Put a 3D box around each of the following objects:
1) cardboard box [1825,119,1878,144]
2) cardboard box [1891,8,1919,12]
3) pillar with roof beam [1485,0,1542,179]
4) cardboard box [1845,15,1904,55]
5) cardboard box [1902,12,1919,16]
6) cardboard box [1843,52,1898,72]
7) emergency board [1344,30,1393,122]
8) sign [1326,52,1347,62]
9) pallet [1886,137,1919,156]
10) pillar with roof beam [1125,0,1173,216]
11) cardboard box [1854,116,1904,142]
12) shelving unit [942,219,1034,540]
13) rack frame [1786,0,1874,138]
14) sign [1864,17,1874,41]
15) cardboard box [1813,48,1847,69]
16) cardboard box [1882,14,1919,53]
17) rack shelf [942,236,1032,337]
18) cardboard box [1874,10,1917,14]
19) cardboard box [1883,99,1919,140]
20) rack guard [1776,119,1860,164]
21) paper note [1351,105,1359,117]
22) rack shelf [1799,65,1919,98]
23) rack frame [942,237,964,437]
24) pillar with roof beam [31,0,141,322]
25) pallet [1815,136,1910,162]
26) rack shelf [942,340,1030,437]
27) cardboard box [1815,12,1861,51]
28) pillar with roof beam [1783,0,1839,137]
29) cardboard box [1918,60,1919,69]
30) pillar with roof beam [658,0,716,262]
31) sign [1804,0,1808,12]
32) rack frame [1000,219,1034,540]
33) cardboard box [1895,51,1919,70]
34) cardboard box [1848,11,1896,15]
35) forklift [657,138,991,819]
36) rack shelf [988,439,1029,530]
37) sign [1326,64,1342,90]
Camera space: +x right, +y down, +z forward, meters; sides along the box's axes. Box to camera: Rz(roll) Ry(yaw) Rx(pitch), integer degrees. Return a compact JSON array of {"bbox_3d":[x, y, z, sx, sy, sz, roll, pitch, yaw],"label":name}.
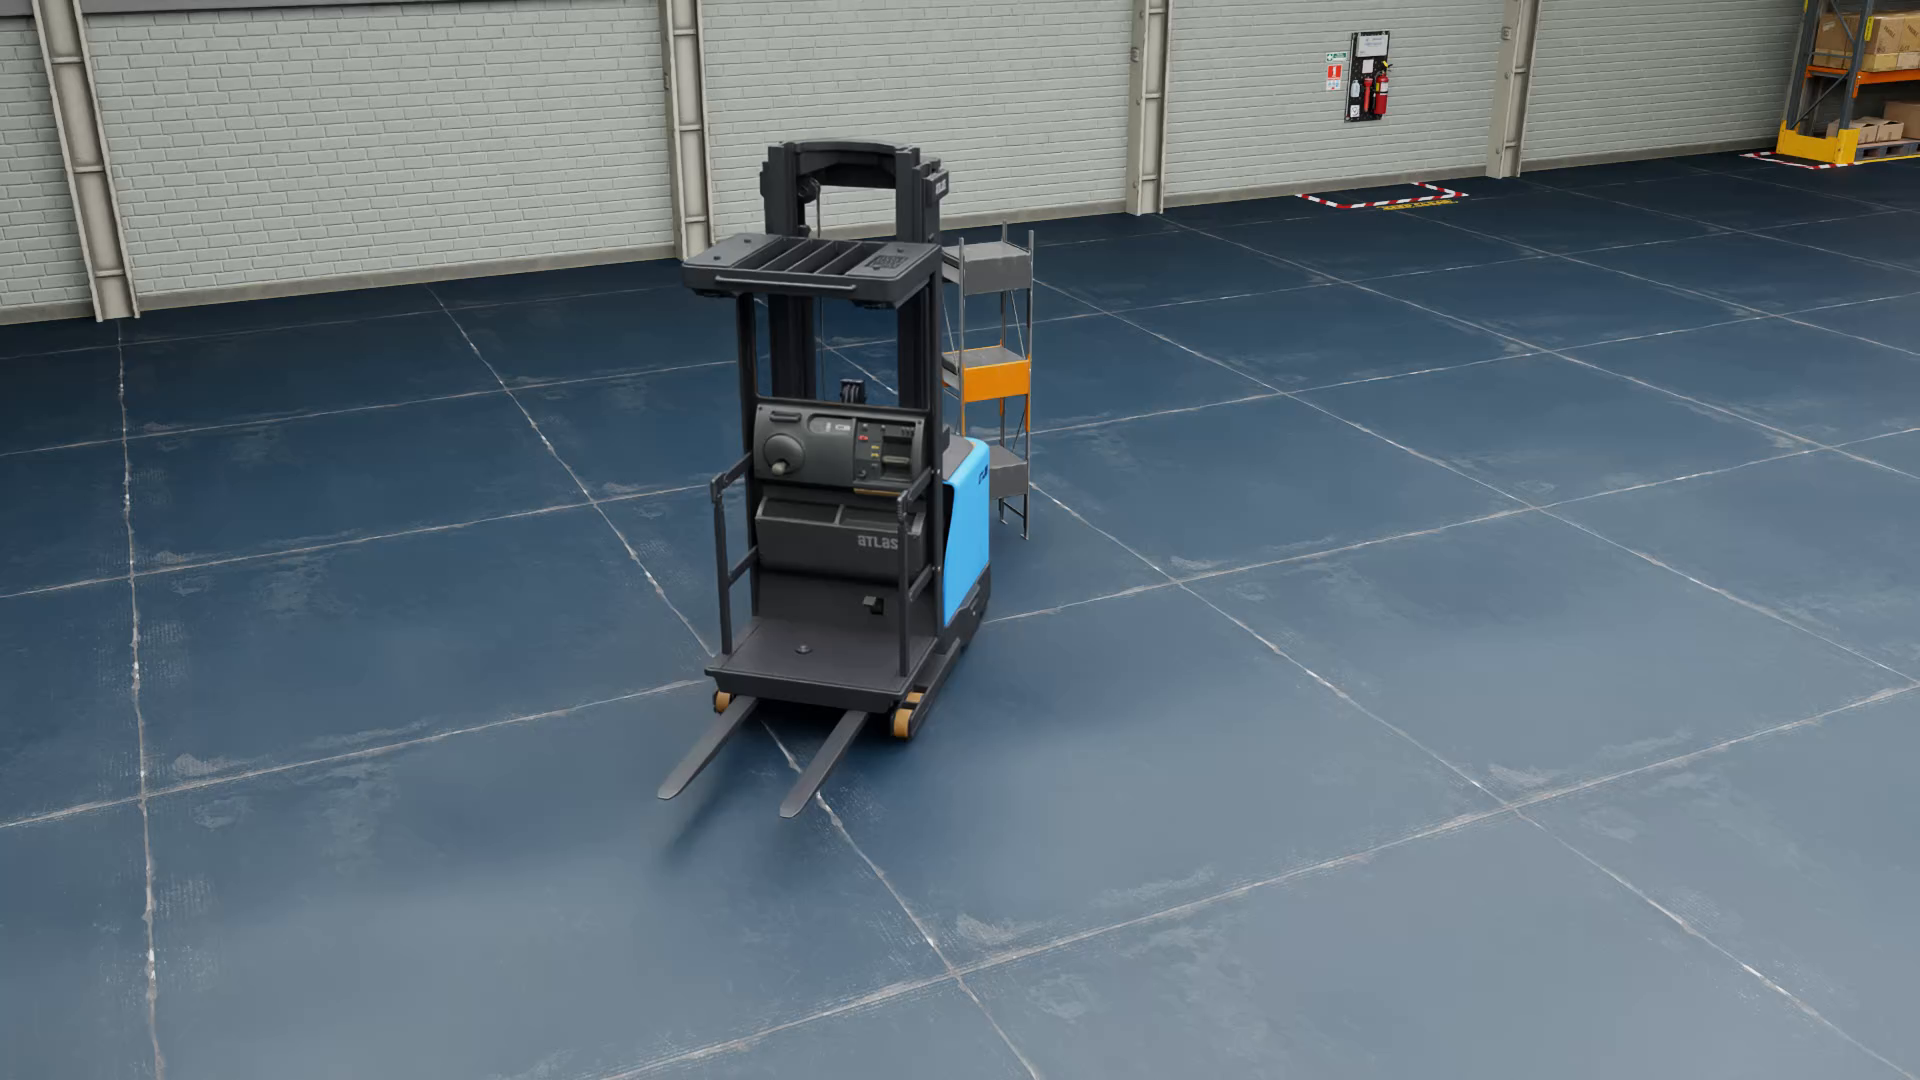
[{"bbox_3d":[13.595,-6.241,25.345,0.500,0.311,0.500,-14,26,-30],"label":"cardboard box"},{"bbox_3d":[14.640,-7.885,25.566,0.500,0.500,0.500,-10,25,-23],"label":"cardboard box"},{"bbox_3d":[9.649,-7.903,18.577,0.400,9.000,9.100,-10,25,-24],"label":"pillar with roof beam"},{"bbox_3d":[13.493,-7.458,24.535,0.500,0.500,0.500,-10,25,-24],"label":"cardboard box"},{"bbox_3d":[14.411,-7.620,24.927,0.500,0.500,0.500,-11,25,-25],"label":"cardboard box"},{"bbox_3d":[13.510,-7.108,24.669,0.500,0.250,0.500,-11,25,-25],"label":"cardboard box"},{"bbox_3d":[5.538,-6.218,22.350,0.643,1.169,0.194,-10,25,-24],"label":"emergency board"},{"bbox_3d":[5.003,-6.421,22.101,0.331,0.109,0.001,-10,25,-24],"label":"sign"},{"bbox_3d":[14.846,-6.244,26.058,1.213,0.211,1.003,-10,25,-24],"label":"pallet"},{"bbox_3d":[4.242,-6.908,16.173,0.400,9.000,9.100,-10,25,-24],"label":"pillar with roof beam"},{"bbox_3d":[14.108,-6.335,25.573,0.500,0.311,0.500,-8,24,-19],"label":"cardboard box"},{"bbox_3d":[0.149,-0.998,10.915,0.503,2.100,0.431,-10,25,-24],"label":"shelving unit"},{"bbox_3d":[12.932,-7.196,24.713,0.127,3.000,1.000,-10,25,-24],"label":"rack frame"},{"bbox_3d":[13.168,-7.409,24.095,0.005,0.325,0.100,-10,25,-24],"label":"sign"},{"bbox_3d":[13.269,-7.280,25.086,0.500,0.250,0.500,-10,25,-23],"label":"cardboard box"},{"bbox_3d":[13.942,-7.537,24.725,0.500,0.500,0.500,-10,25,-23],"label":"cardboard box"},{"bbox_3d":[0.149,-1.632,10.652,0.480,0.518,0.431,-10,25,-24],"label":"rack shelf"},{"bbox_3d":[14.187,-7.801,25.364,0.500,0.500,0.500,-11,25,-25],"label":"cardboard box"},{"bbox_3d":[14.791,-6.527,25.790,0.500,0.500,0.700,-12,25,-27],"label":"cardboard box"},{"bbox_3d":[13.001,-6.054,25.221,0.348,0.500,1.175,-10,25,-24],"label":"rack guard"},{"bbox_3d":[5.349,-5.806,22.505,0.142,0.148,0.016,-10,25,-24],"label":"paper note"},{"bbox_3d":[14.734,-7.195,25.652,4.000,0.370,1.077,-10,25,-24],"label":"rack shelf"},{"bbox_3d":[-0.071,-0.957,10.817,0.015,2.100,0.400,-10,25,-24],"label":"rack frame"},{"bbox_3d":[-6.570,-4.918,11.364,0.400,9.000,9.100,-10,25,-24],"label":"pillar with roof beam"},{"bbox_3d":[13.748,-6.043,25.572,1.213,0.211,1.003,-10,25,-24],"label":"pallet"},{"bbox_3d":[0.149,-0.985,10.920,0.480,0.518,0.431,-10,25,-24],"label":"rack shelf"},{"bbox_3d":[13.265,-7.634,24.960,0.500,0.500,0.500,-11,25,-24],"label":"cardboard box"},{"bbox_3d":[15.055,-8.899,20.982,0.400,9.000,9.100,-10,25,-24],"label":"pillar with roof beam"},{"bbox_3d":[14.433,-7.281,25.088,0.500,0.250,0.500,-11,25,-24],"label":"cardboard box"},{"bbox_3d":[-1.164,-5.913,13.769,0.400,9.000,9.100,-10,25,-24],"label":"pillar with roof beam"},{"bbox_3d":[12.710,-8.072,24.901,0.005,0.325,0.100,-10,25,-24],"label":"sign"},{"bbox_3d":[0.369,-1.038,11.013,0.015,2.100,0.400,-10,25,-24],"label":"rack frame"},{"bbox_3d":[13.971,-7.199,24.889,0.500,0.250,0.500,-11,25,-25],"label":"cardboard box"},{"bbox_3d":[13.723,-7.714,25.153,0.500,0.500,0.500,-10,25,-23],"label":"cardboard box"},{"bbox_3d":[-0.694,-0.470,8.553,1.130,2.935,3.031,6,23,14],"label":"forklift"},{"bbox_3d":[0.149,-0.338,11.188,0.480,0.518,0.431,-10,25,-24],"label":"rack shelf"},{"bbox_3d":[4.995,-6.179,22.208,0.234,0.329,0.001,-10,25,-24],"label":"sign"}]
